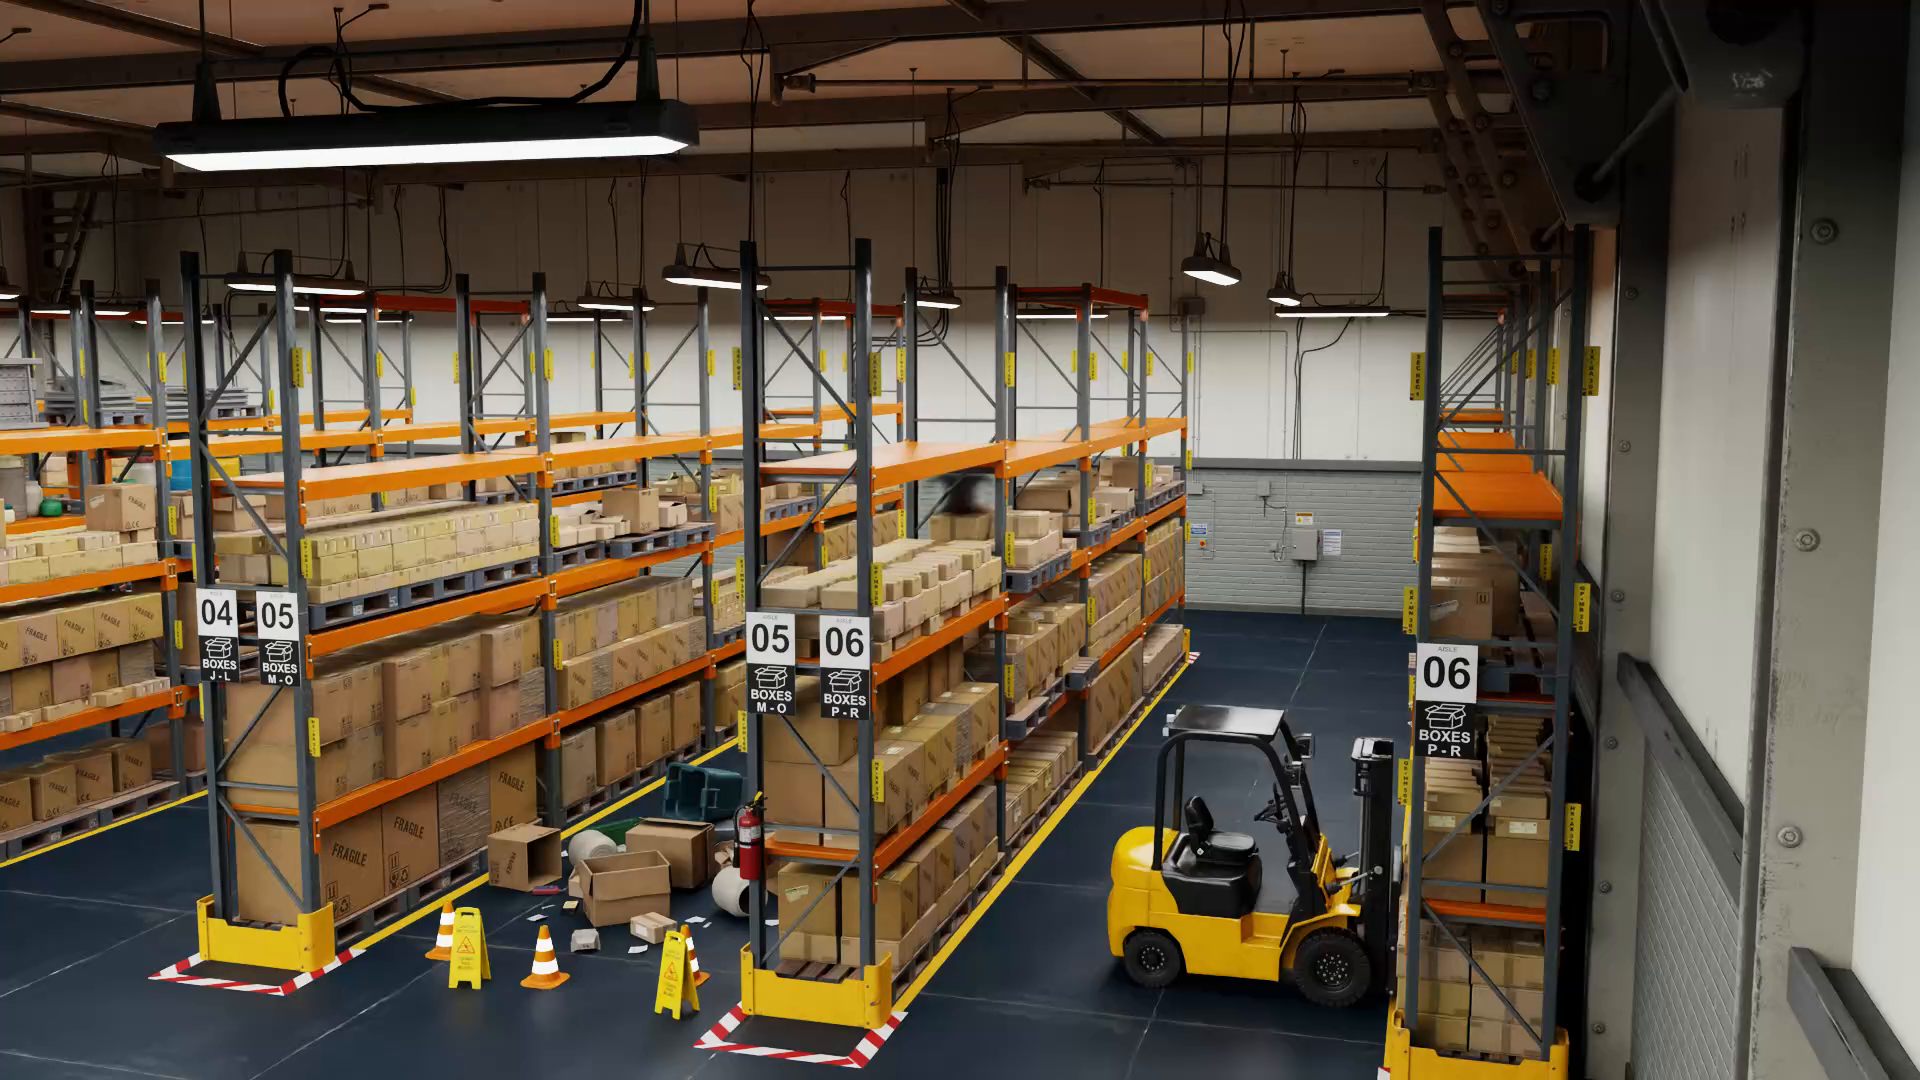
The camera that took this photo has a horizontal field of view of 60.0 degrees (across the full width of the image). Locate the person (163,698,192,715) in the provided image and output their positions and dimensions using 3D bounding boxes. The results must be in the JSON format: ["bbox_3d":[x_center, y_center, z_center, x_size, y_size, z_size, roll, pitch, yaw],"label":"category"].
[{"bbox_3d":[-10.438,1.862,22.320,0.519,1.654,0.677,-1,7,-12],"label":"person"}]
